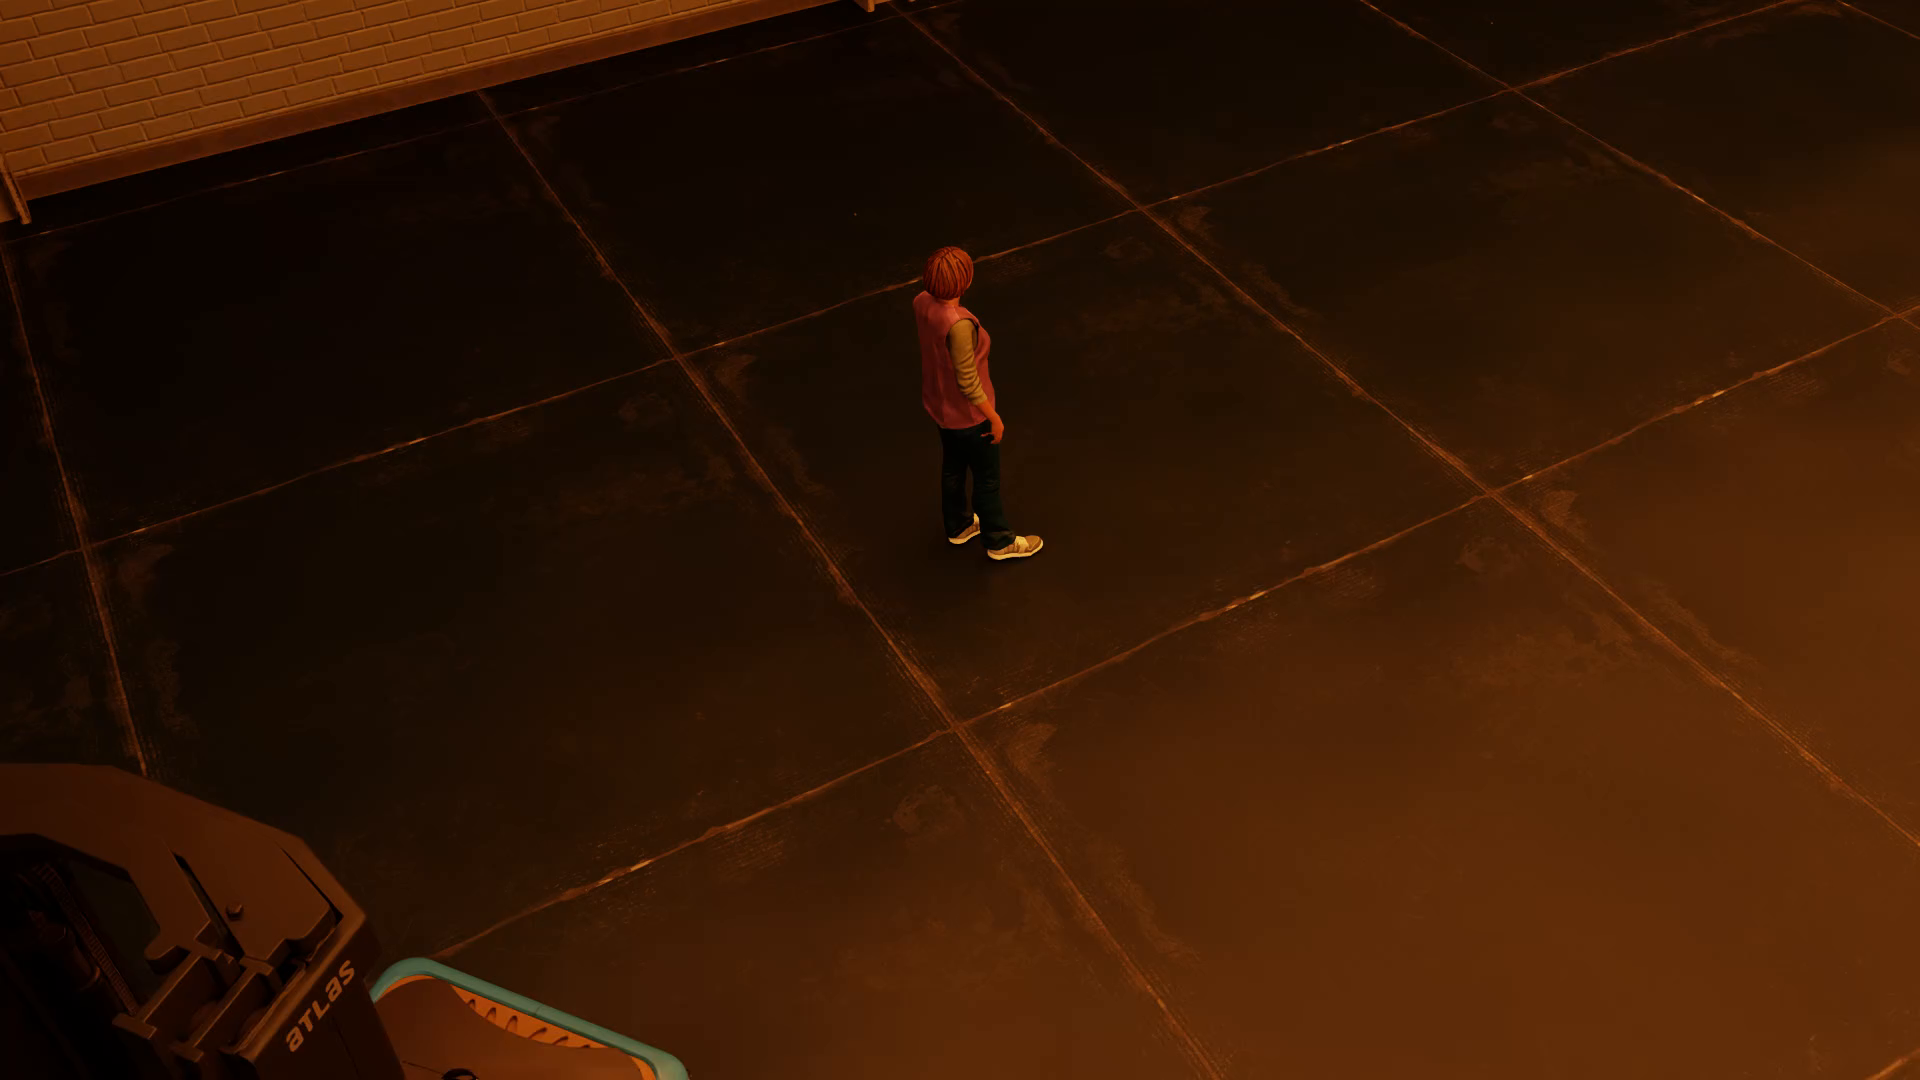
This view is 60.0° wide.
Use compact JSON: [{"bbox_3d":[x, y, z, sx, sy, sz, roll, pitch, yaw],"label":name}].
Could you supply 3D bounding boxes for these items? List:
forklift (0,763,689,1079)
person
[{"bbox_3d":[-1.779,1.990,3.552,1.130,2.935,3.031,16,45,16],"label":"forklift"},{"bbox_3d":[0.072,-0.608,7.323,0.473,1.599,0.520,-21,47,-21],"label":"person"}]
